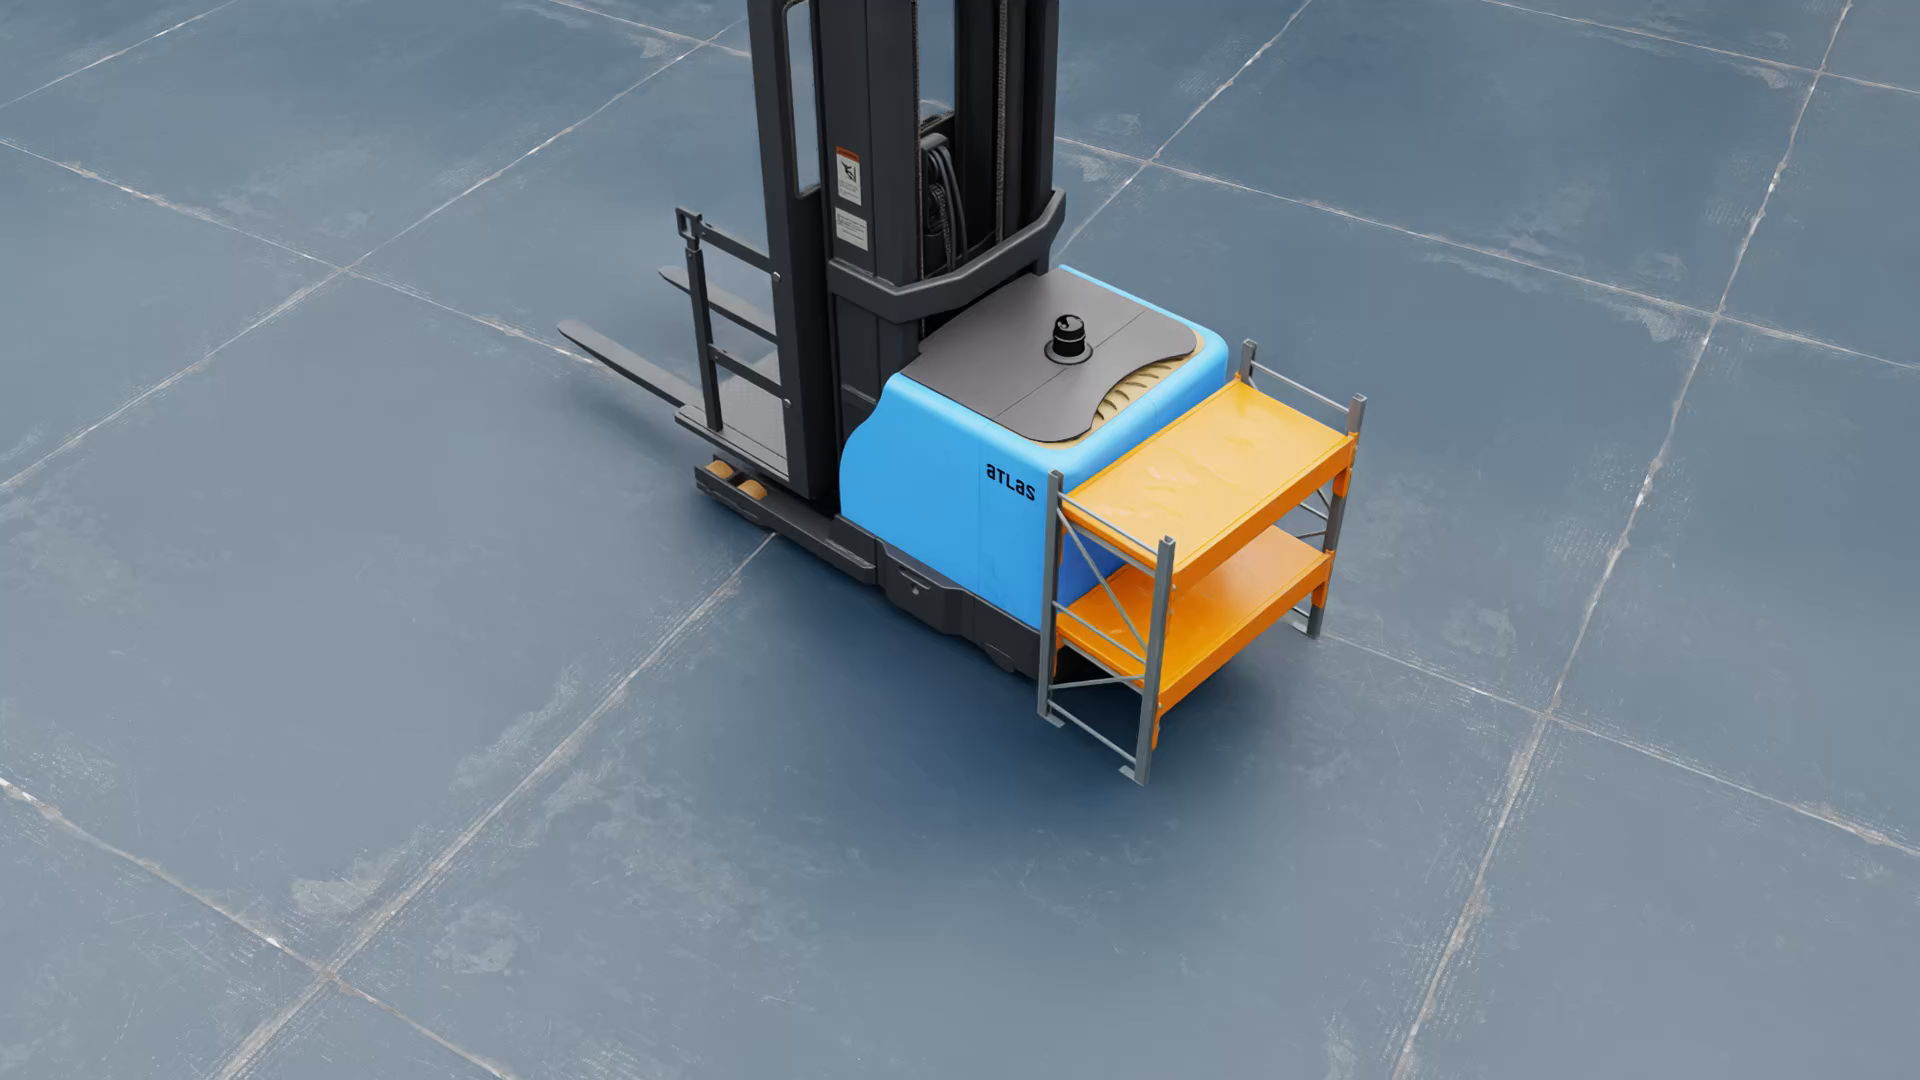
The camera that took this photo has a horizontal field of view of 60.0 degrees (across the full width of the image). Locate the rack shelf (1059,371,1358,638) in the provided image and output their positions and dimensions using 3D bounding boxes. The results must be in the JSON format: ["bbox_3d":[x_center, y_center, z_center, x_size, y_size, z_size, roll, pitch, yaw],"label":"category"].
[{"bbox_3d":[0.824,-0.145,5.620,0.538,0.278,1.000,33,51,32],"label":"rack shelf"}]

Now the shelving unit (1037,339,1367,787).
[{"bbox_3d":[0.824,0.075,5.814,0.538,1.125,1.048,33,51,32],"label":"shelving unit"}]

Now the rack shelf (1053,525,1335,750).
[{"bbox_3d":[0.824,0.259,5.975,0.538,0.278,1.000,33,51,32],"label":"rack shelf"}]

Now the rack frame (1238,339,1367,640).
[{"bbox_3d":[1.181,-0.165,6.086,0.500,1.125,0.032,33,51,32],"label":"rack frame"}]

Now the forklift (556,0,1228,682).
[{"bbox_3d":[-0.464,-1.415,6.139,3.031,2.935,1.130,30,49,29],"label":"forklift"}]

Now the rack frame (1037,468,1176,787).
[{"bbox_3d":[0.468,0.315,5.542,0.500,1.125,0.032,33,51,32],"label":"rack frame"}]
